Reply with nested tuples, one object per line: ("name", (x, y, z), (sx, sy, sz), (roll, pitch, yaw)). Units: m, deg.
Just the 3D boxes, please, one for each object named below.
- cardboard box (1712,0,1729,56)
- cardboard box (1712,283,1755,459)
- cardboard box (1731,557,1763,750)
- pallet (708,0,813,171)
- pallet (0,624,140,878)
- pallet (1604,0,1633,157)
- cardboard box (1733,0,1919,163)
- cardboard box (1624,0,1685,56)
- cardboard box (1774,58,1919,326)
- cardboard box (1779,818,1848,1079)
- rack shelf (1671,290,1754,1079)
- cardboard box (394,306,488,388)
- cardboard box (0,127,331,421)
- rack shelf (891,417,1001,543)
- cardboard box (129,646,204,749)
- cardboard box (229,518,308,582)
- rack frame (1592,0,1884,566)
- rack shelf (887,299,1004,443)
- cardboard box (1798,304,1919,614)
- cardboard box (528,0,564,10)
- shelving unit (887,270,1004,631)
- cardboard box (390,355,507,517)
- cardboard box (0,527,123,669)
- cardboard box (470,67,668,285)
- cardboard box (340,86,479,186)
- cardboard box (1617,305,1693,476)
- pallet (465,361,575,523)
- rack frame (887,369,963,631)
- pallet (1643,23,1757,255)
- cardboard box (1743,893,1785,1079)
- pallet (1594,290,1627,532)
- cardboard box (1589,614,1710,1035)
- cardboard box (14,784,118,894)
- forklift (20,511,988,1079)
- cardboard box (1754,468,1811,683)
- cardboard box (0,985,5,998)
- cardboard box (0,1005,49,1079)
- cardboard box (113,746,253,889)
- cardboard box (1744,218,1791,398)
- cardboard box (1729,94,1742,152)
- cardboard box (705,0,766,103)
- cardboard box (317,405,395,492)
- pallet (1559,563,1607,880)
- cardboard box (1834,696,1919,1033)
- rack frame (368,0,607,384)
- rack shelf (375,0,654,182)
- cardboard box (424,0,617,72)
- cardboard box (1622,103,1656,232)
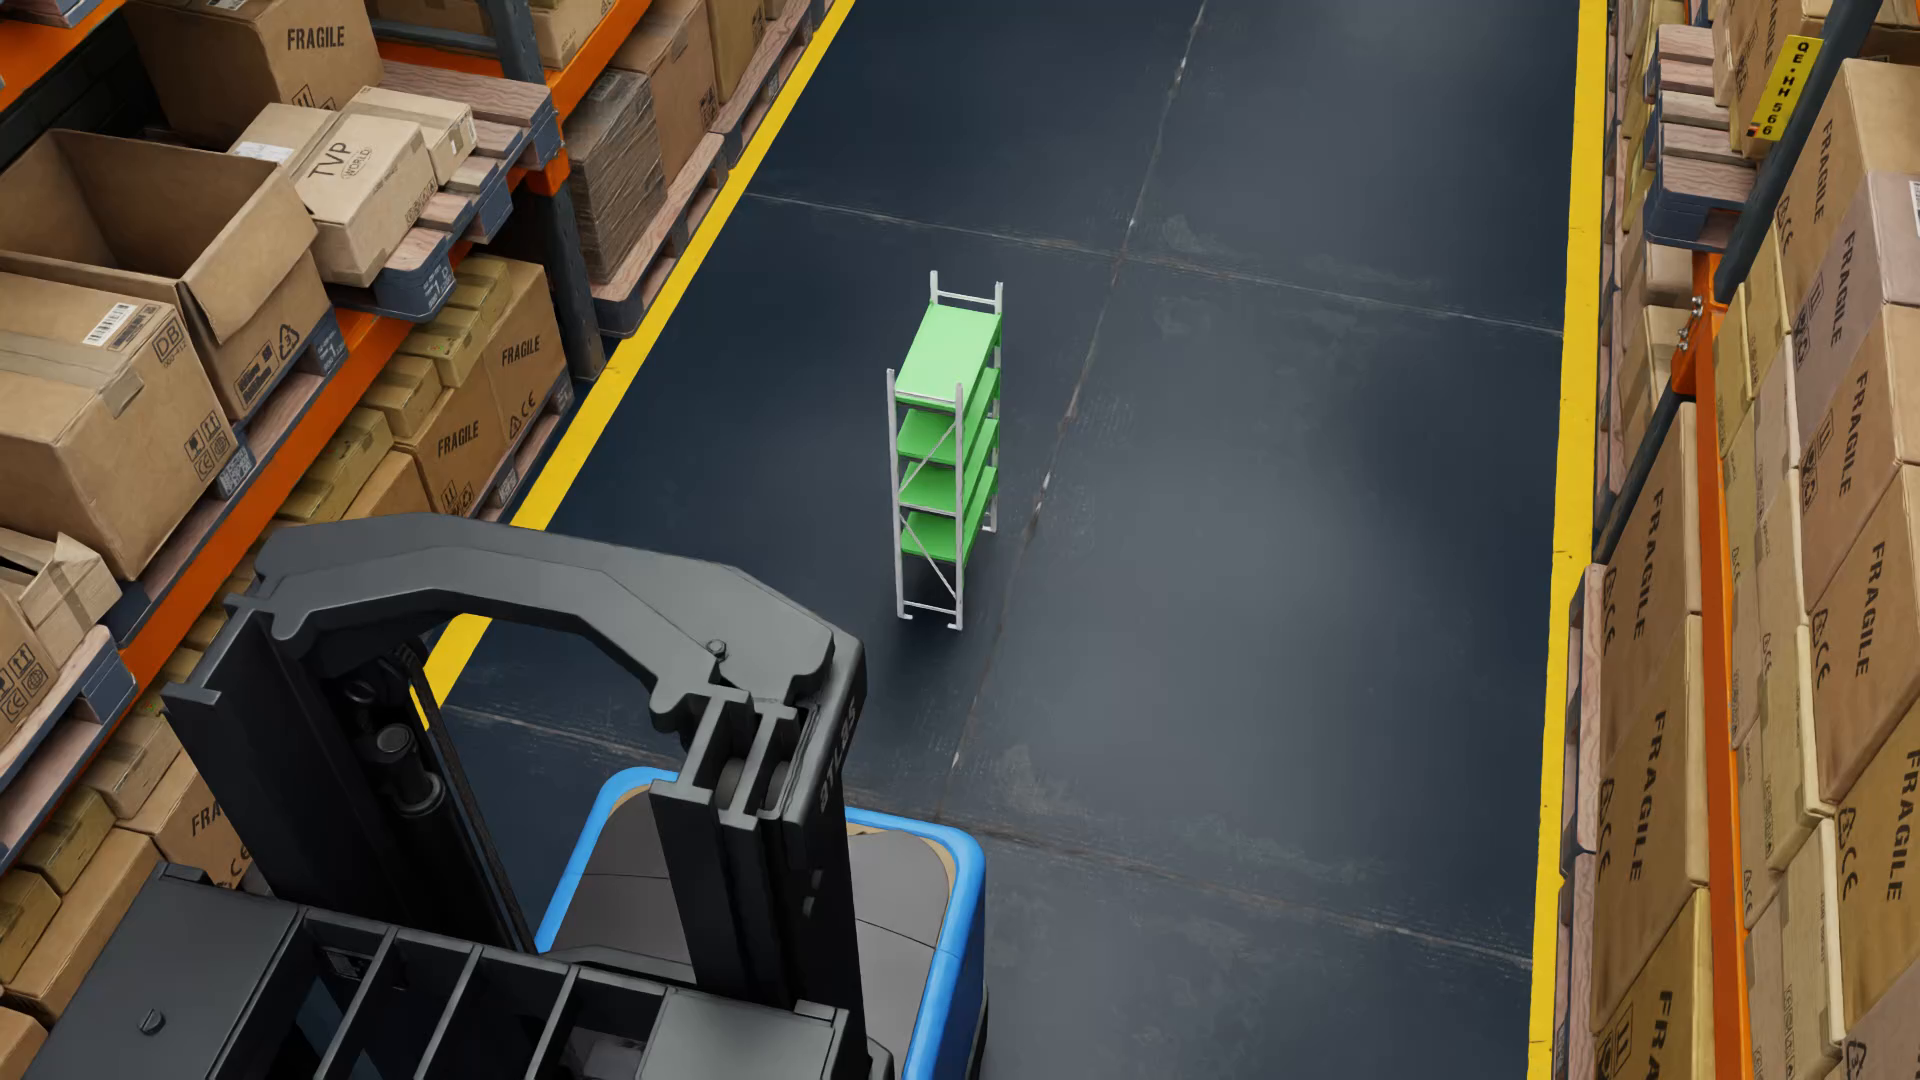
("cardboard box", (2.785, -1.719, 5.654), (0.380, 0.149, 0.250), (9, 49, 8))
("cardboard box", (2.456, -0.446, 4.743), (0.500, 0.250, 0.500), (11, 49, 9))
("cardboard box", (2.194, 0.307, 4.078), (0.500, 0.250, 0.500), (13, 50, 11))
("pallet", (-1.384, -2.322, 8.158), (1.003, 0.211, 1.213), (12, 50, 10))
("pallet", (-2.699, 0.623, 3.827), (1.003, 0.211, 1.213), (12, 50, 10))
("pallet", (3.677, -2.207, 8.057), (1.003, 0.211, 1.213), (12, 50, 10))
("cardboard box", (2.679, -1.454, 4.988), (0.500, 0.500, 0.500), (10, 49, 9))
("cardboard box", (3.745, -2.583, 8.002), (0.950, 0.372, 0.625), (12, 50, 11))
("cardboard box", (2.462, -0.856, 4.271), (0.500, 0.500, 0.500), (10, 49, 9))
("cardboard box", (1.911, 0.872, 3.247), (0.500, 0.250, 0.500), (13, 50, 11))
("rack shelf", (2.301, 0.885, 3.948), (1.077, 0.370, 4.000), (12, 50, 10))
("cardboard box", (-1.889, -0.693, 5.815), (0.380, 0.149, 0.250), (9, 49, 8))
("cardboard box", (-2.213, -0.733, 4.547), (0.797, 0.503, 0.637), (11, 49, 9))
("rack shelf", (-0.044, -0.235, 5.742), (0.258, 0.148, 0.480), (12, 50, 10))
("cardboard box", (-2.380, 0.426, 4.828), (0.380, 0.149, 0.250), (13, 50, 11))
("cardboard box", (-2.224, 0.057, 5.153), (0.380, 0.149, 0.250), (9, 49, 8))
("rack frame", (2.828, -0.800, 4.955), (1.000, 3.000, 0.127), (12, 50, 10))
("rack shelf", (-0.044, -0.553, 5.382), (0.258, 0.148, 0.480), (12, 50, 10))
("cardboard box", (2.190, -0.124, 3.625), (0.500, 0.500, 0.500), (13, 50, 11))
("cardboard box", (-1.585, -2.160, 5.923), (0.500, 0.250, 0.500), (12, 50, 10))
("shelving unit", (-0.044, -0.277, 5.694), (0.258, 1.200, 0.503), (12, 50, 10))
("cardboard box", (-2.008, -0.380, 5.972), (0.500, 0.500, 0.500), (11, 49, 9))
("cardboard box", (-2.279, 0.093, 3.977), (0.396, 0.266, 0.258), (14, 50, 12))
("cardboard box", (-1.785, -1.578, 6.946), (0.875, 0.625, 0.625), (13, 50, 11))
("cardboard box", (-1.765, -1.282, 5.268), (0.380, 0.149, 0.250), (12, 50, 11))
("cardboard box", (2.986, -0.476, 6.142), (0.950, 0.372, 0.625), (9, 49, 7))
("pallet", (-2.195, -0.322, 6.393), (1.003, 0.211, 1.213), (12, 50, 10))
("rack frame", (-0.108, -0.101, 5.539), (0.240, 1.200, 0.015), (12, 50, 10))
("pallet", (2.913, -1.273, 5.501), (1.213, 0.211, 1.003), (12, 50, 10))
("cardboard box", (1.936, 1.039, 3.432), (0.500, 0.250, 0.500), (10, 49, 9))
("pallet", (3.035, -0.442, 6.500), (1.003, 0.211, 1.213), (12, 50, 10))
("cardboard box", (2.327, 0.892, 4.599), (0.875, 0.875, 0.875), (12, 50, 10))
("cardboard box", (-2.550, 0.779, 4.517), (0.380, 0.149, 0.250), (11, 49, 9))
("forklift", (-0.751, 1.475, 2.993), (1.130, 2.935, 3.031), (10, 49, 9))
("cardboard box", (2.176, 0.134, 3.898), (0.500, 0.250, 0.500), (11, 50, 10))
("cardboard box", (-2.665, 1.167, 4.173), (0.380, 0.149, 0.250), (10, 49, 9))
("cardboard box", (-2.670, 1.499, 4.313), (0.500, 0.500, 0.500), (14, 50, 12))
("cardboard box", (-2.404, 0.752, 4.973), (0.500, 0.500, 0.500), (10, 49, 9))
("cardboard box", (2.456, -0.598, 4.544), (0.500, 0.250, 0.500), (11, 50, 10))
("cardboard box", (2.688, -1.348, 5.326), (0.380, 0.149, 0.250), (12, 50, 11))
("cardboard box", (-1.443, -2.540, 7.795), (0.875, 0.625, 0.625), (10, 49, 8))
("cardboard box", (-2.115, -0.329, 5.494), (0.380, 0.149, 0.250), (13, 50, 11))
("pallet", (2.548, 0.678, 5.511), (1.003, 0.211, 1.213), (12, 50, 10))
("cardboard box", (1.932, 0.618, 2.970), (0.500, 0.500, 0.500), (13, 50, 11))
("rack frame", (-1.962, -1.777, 5.818), (1.000, 3.000, 0.127), (12, 50, 10))
("rack shelf", (-1.435, -2.985, 7.364), (1.077, 0.370, 4.000), (12, 50, 10))
("cardboard box", (-1.609, -2.000, 6.115), (0.500, 0.250, 0.500), (12, 50, 10))
("cardboard box", (3.378, -1.559, 7.098), (0.950, 0.372, 0.625), (13, 50, 11))
